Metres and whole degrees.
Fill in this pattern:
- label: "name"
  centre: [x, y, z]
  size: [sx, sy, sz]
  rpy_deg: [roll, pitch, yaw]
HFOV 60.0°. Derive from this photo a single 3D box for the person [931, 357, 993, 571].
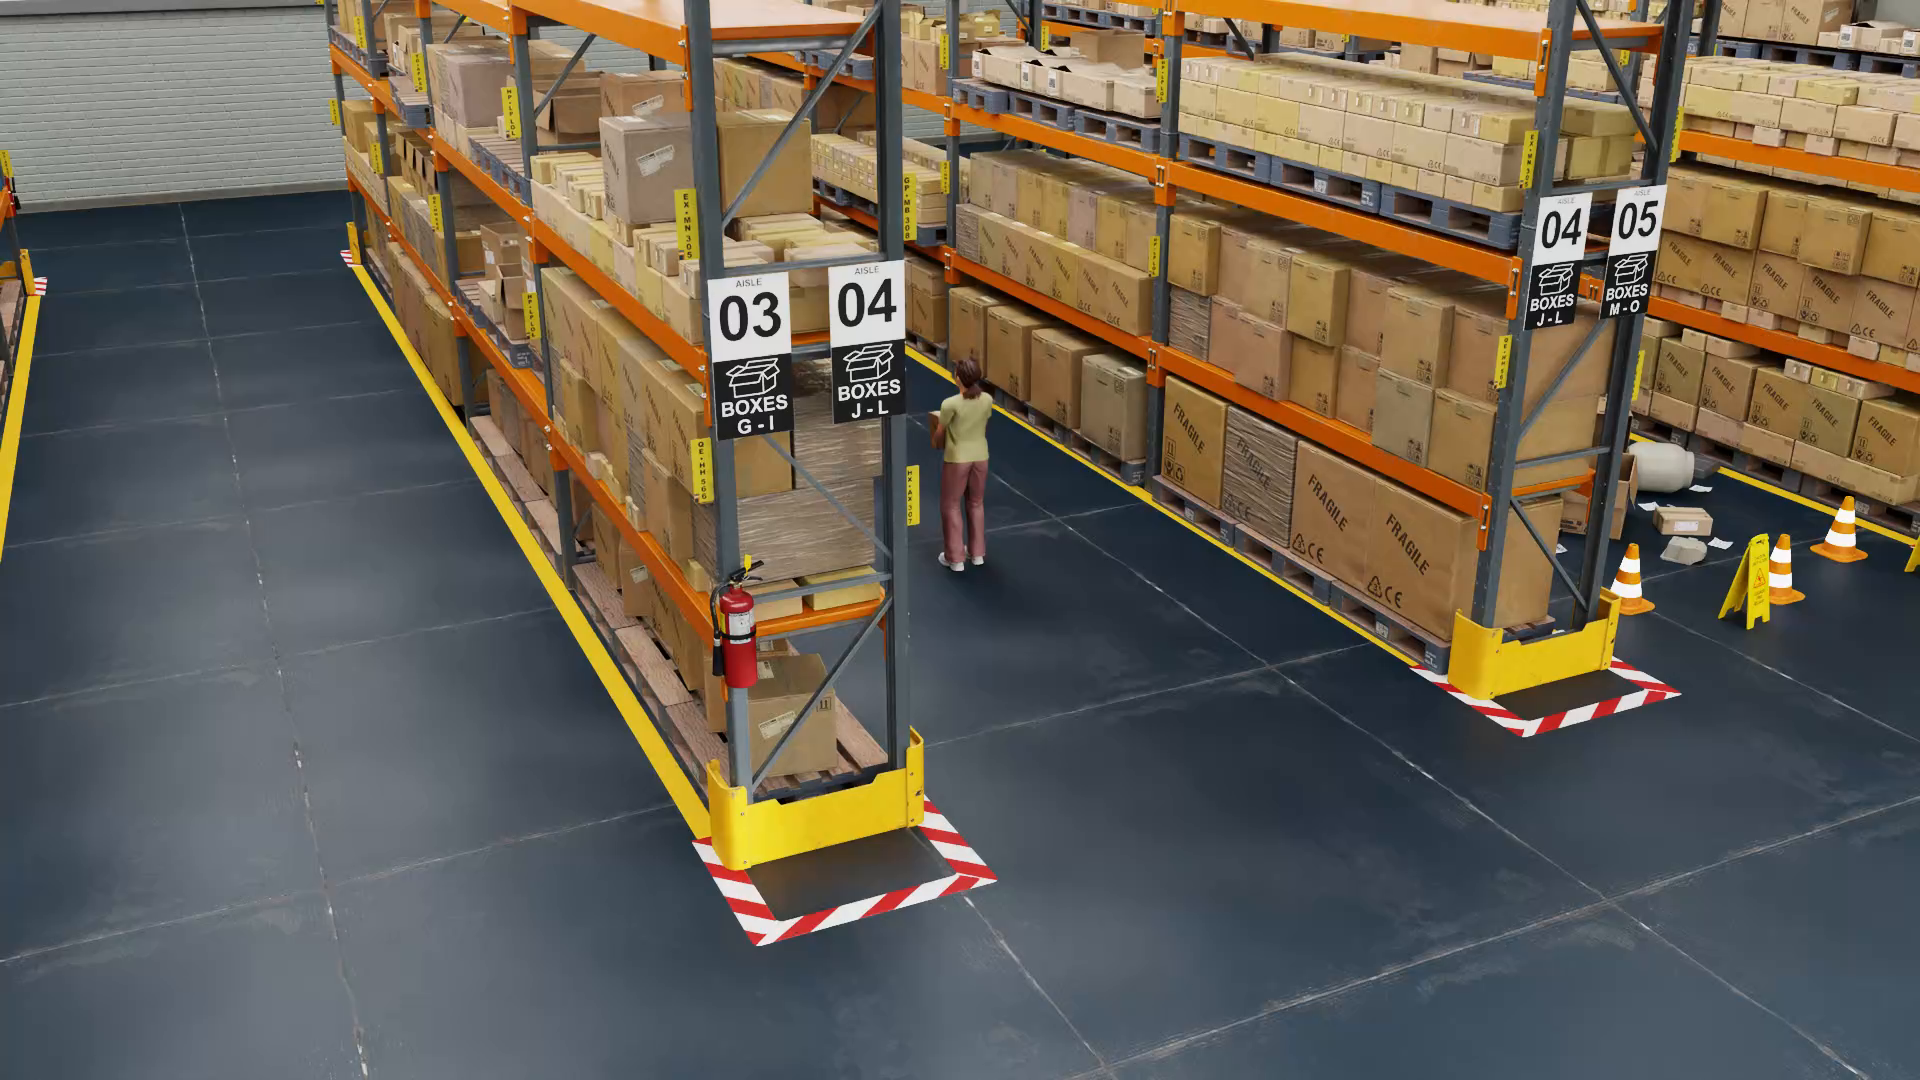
- label: "person"
  centre: [0.014, -0.598, 12.485]
  size: [0.425, 1.663, 0.554]
  rpy_deg: [-10, 24, -23]
